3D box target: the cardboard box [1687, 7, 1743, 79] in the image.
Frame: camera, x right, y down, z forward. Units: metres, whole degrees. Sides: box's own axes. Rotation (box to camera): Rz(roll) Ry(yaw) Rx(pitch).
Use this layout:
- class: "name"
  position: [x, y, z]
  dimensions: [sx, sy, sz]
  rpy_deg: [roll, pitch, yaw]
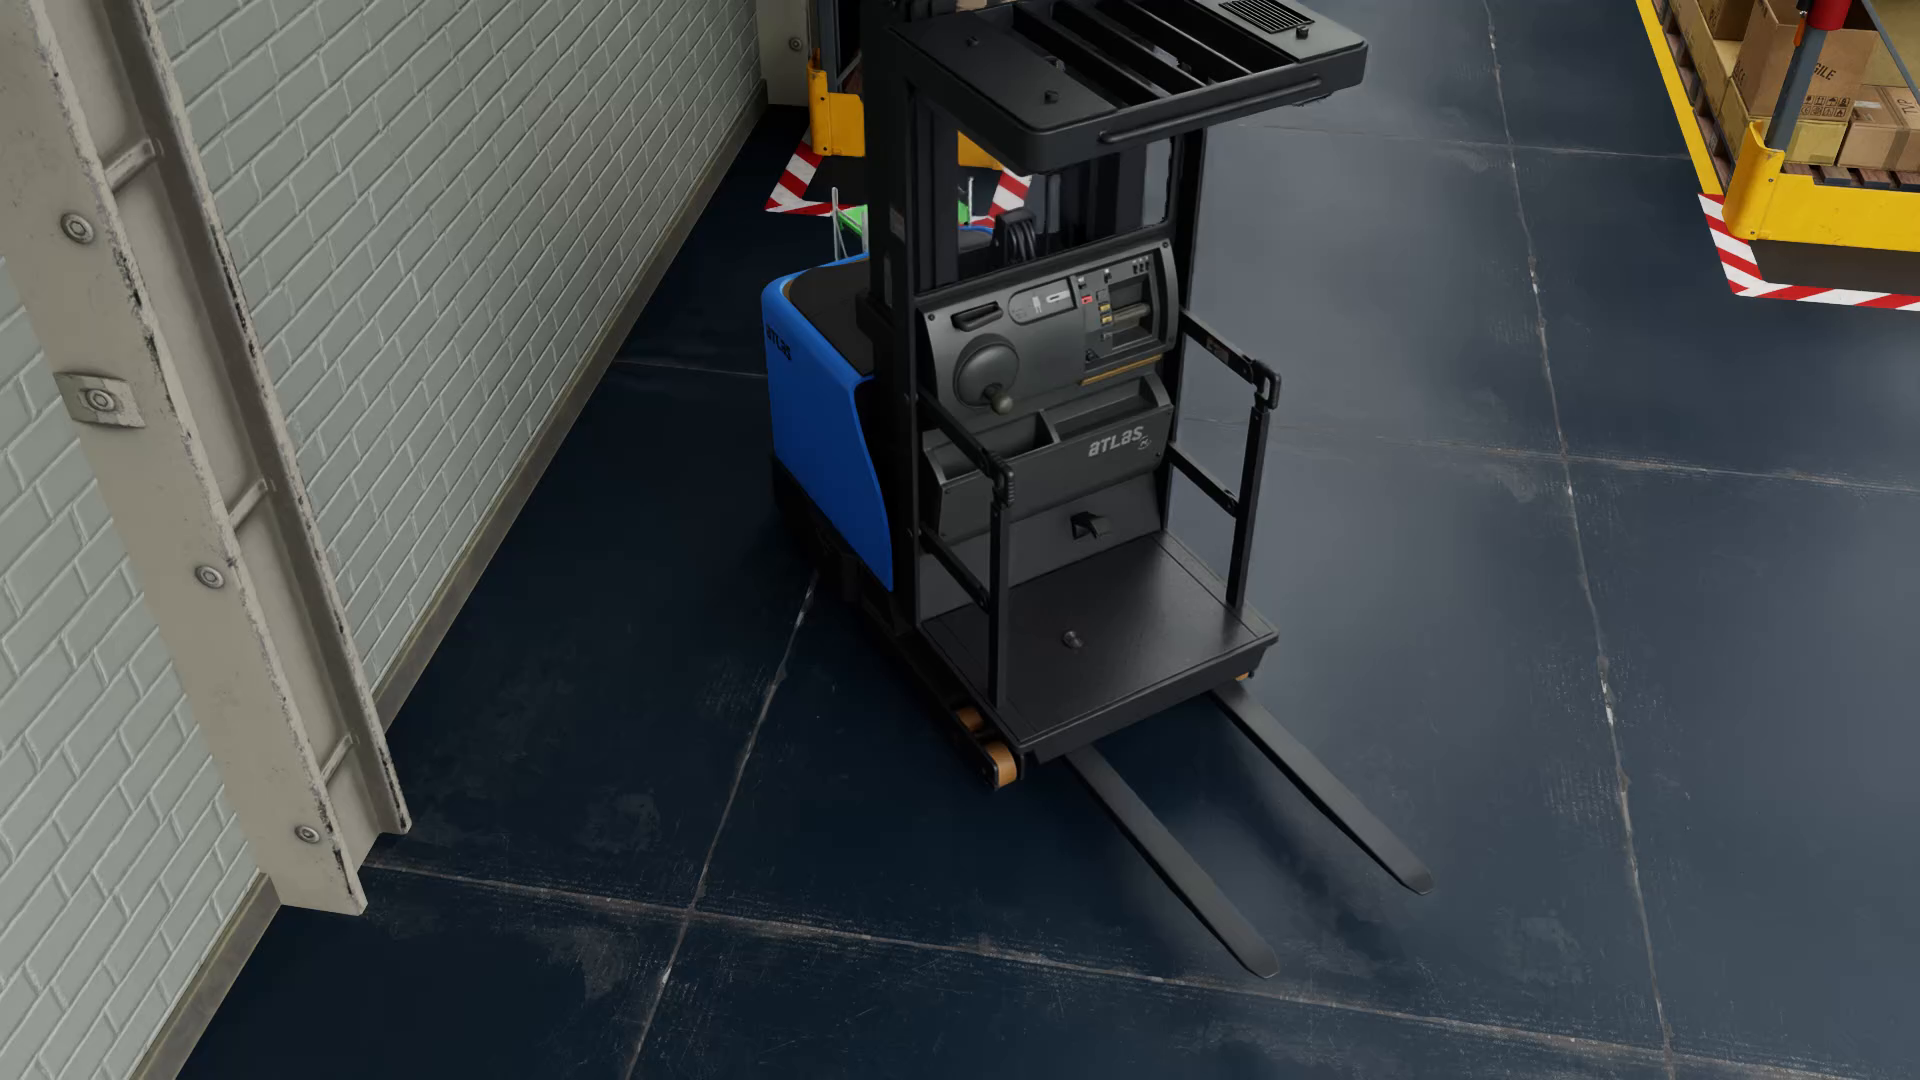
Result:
- class: "cardboard box"
  position: [4.581, -2.887, 9.716]
  dimensions: [0.500, 0.250, 0.500]
  rpy_deg: [6, 40, 8]

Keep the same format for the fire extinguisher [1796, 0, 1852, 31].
- class: "fire extinguisher"
  position: [4.142, -2.734, 7.763]
  dimensions: [0.296, 0.674, 0.183]
  rpy_deg: [6, 40, 8]

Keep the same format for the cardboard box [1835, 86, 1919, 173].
- class: "cardboard box"
  position: [4.932, -2.201, 8.886]
  dimensions: [0.500, 0.250, 0.500]
  rpy_deg: [6, 40, 8]

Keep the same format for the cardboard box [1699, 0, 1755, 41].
- class: "cardboard box"
  position: [4.579, -3.176, 9.477]
  dimensions: [0.500, 0.500, 0.500]
  rpy_deg: [6, 40, 8]

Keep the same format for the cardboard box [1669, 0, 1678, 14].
- class: "cardboard box"
  position: [4.750, -3.515, 10.476]
  dimensions: [0.500, 0.250, 0.500]
  rpy_deg: [6, 40, 8]

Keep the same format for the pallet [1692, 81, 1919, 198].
- class: "pallet"
  position: [4.711, -2.196, 9.241]
  dimensions: [1.003, 0.211, 1.213]
  rpy_deg: [6, 40, 8]

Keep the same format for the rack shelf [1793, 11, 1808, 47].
- class: "rack shelf"
  position: [4.966, -3.764, 9.514]
  dimensions: [1.077, 0.370, 4.000]
  rpy_deg: [6, 40, 8]

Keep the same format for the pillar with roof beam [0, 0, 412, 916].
- class: "pillar with roof beam"
  position: [2.212, -1.937, 2.031]
  dimensions: [9.100, 9.000, 0.400]
  rpy_deg: [6, 40, 8]

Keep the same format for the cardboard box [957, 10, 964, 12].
- class: "cardboard box"
  position: [-0.051, -2.888, 9.654]
  dimensions: [0.500, 0.311, 0.500]
  rpy_deg: [2, 40, 3]

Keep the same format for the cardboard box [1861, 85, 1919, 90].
- class: "cardboard box"
  position: [5.015, -2.515, 9.266]
  dimensions: [0.500, 0.250, 0.500]
  rpy_deg: [6, 40, 8]

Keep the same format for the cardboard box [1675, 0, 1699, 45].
- class: "cardboard box"
  position: [4.670, -3.200, 10.095]
  dimensions: [0.500, 0.250, 0.500]
  rpy_deg: [6, 40, 8]

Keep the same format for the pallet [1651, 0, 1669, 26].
- class: "pallet"
  position: [5.134, -3.728, 11.093]
  dimensions: [1.003, 0.211, 1.213]
  rpy_deg: [6, 40, 8]

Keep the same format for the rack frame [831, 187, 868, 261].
- class: "rack frame"
  position: [-0.432, -0.861, 6.849]
  dimensions: [0.015, 1.200, 0.240]
  rpy_deg: [-24, 45, -26]

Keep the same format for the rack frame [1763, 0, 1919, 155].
- class: "rack frame"
  position: [4.620, -2.786, 7.766]
  dimensions: [1.000, 3.000, 0.127]
  rpy_deg: [6, 40, 8]

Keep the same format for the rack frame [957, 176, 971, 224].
- class: "rack frame"
  position: [-0.030, -1.037, 7.062]
  dimensions: [0.015, 1.200, 0.240]
  rpy_deg: [-24, 45, -26]

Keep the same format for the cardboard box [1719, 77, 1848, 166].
- class: "cardboard box"
  position: [4.422, -2.258, 8.955]
  dimensions: [0.500, 0.250, 0.500]
  rpy_deg: [6, 40, 8]

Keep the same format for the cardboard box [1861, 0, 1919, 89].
- class: "cardboard box"
  position: [5.017, -2.804, 9.027]
  dimensions: [0.500, 0.500, 0.500]
  rpy_deg: [6, 40, 8]

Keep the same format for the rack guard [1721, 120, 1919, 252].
- class: "rack guard"
  position: [4.616, -1.808, 8.544]
  dimensions: [1.175, 0.500, 0.348]
  rpy_deg: [6, 40, 8]

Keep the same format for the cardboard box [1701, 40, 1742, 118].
- class: "cardboard box"
  position: [4.497, -2.573, 9.336]
  dimensions: [0.500, 0.250, 0.500]
  rpy_deg: [6, 40, 8]

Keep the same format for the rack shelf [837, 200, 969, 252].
- class: "rack shelf"
  position: [-0.231, -1.270, 6.691]
  dimensions: [0.480, 0.148, 0.258]
  rpy_deg: [-24, 45, -26]

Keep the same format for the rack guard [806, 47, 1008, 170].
- class: "rack guard"
  position: [-0.246, -2.415, 9.278]
  dimensions: [1.175, 0.500, 0.348]
  rpy_deg: [6, 40, 8]

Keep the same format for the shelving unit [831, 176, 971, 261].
- class: "shelving unit"
  position: [-0.231, -0.949, 6.956]
  dimensions: [0.503, 1.200, 0.258]
  rpy_deg: [-24, 45, -26]

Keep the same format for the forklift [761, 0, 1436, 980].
- class: "forklift"
  position: [0.414, -0.616, 5.195]
  dimensions: [1.130, 2.935, 3.031]
  rpy_deg: [-20, 44, -23]

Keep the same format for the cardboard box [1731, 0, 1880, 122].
- class: "cardboard box"
  position: [4.420, -2.547, 8.716]
  dimensions: [0.500, 0.500, 0.500]
  rpy_deg: [6, 40, 8]

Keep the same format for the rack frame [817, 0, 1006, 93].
- class: "rack frame"
  position: [-0.259, -3.330, 8.424]
  dimensions: [1.000, 3.000, 0.127]
  rpy_deg: [6, 40, 8]

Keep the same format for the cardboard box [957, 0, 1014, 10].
- class: "cardboard box"
  position: [0.048, -3.246, 10.087]
  dimensions: [0.500, 0.311, 0.500]
  rpy_deg: [10, 41, 11]

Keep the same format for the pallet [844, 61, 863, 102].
- class: "pallet"
  position: [-0.071, -2.809, 9.982]
  dimensions: [1.003, 0.211, 1.213]
  rpy_deg: [6, 40, 8]

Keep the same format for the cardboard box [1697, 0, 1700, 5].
- class: "cardboard box"
  position: [4.666, -3.490, 9.857]
  dimensions: [0.500, 0.500, 0.500]
  rpy_deg: [6, 40, 8]

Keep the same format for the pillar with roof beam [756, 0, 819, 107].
- class: "pillar with roof beam"
  position: [3.250, -5.702, 6.585]
  dimensions: [9.100, 9.000, 0.400]
  rpy_deg: [6, 40, 8]

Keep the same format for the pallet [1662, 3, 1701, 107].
- class: "pallet"
  position: [4.925, -2.960, 10.164]
  dimensions: [1.003, 0.211, 1.213]
  rpy_deg: [6, 40, 8]
